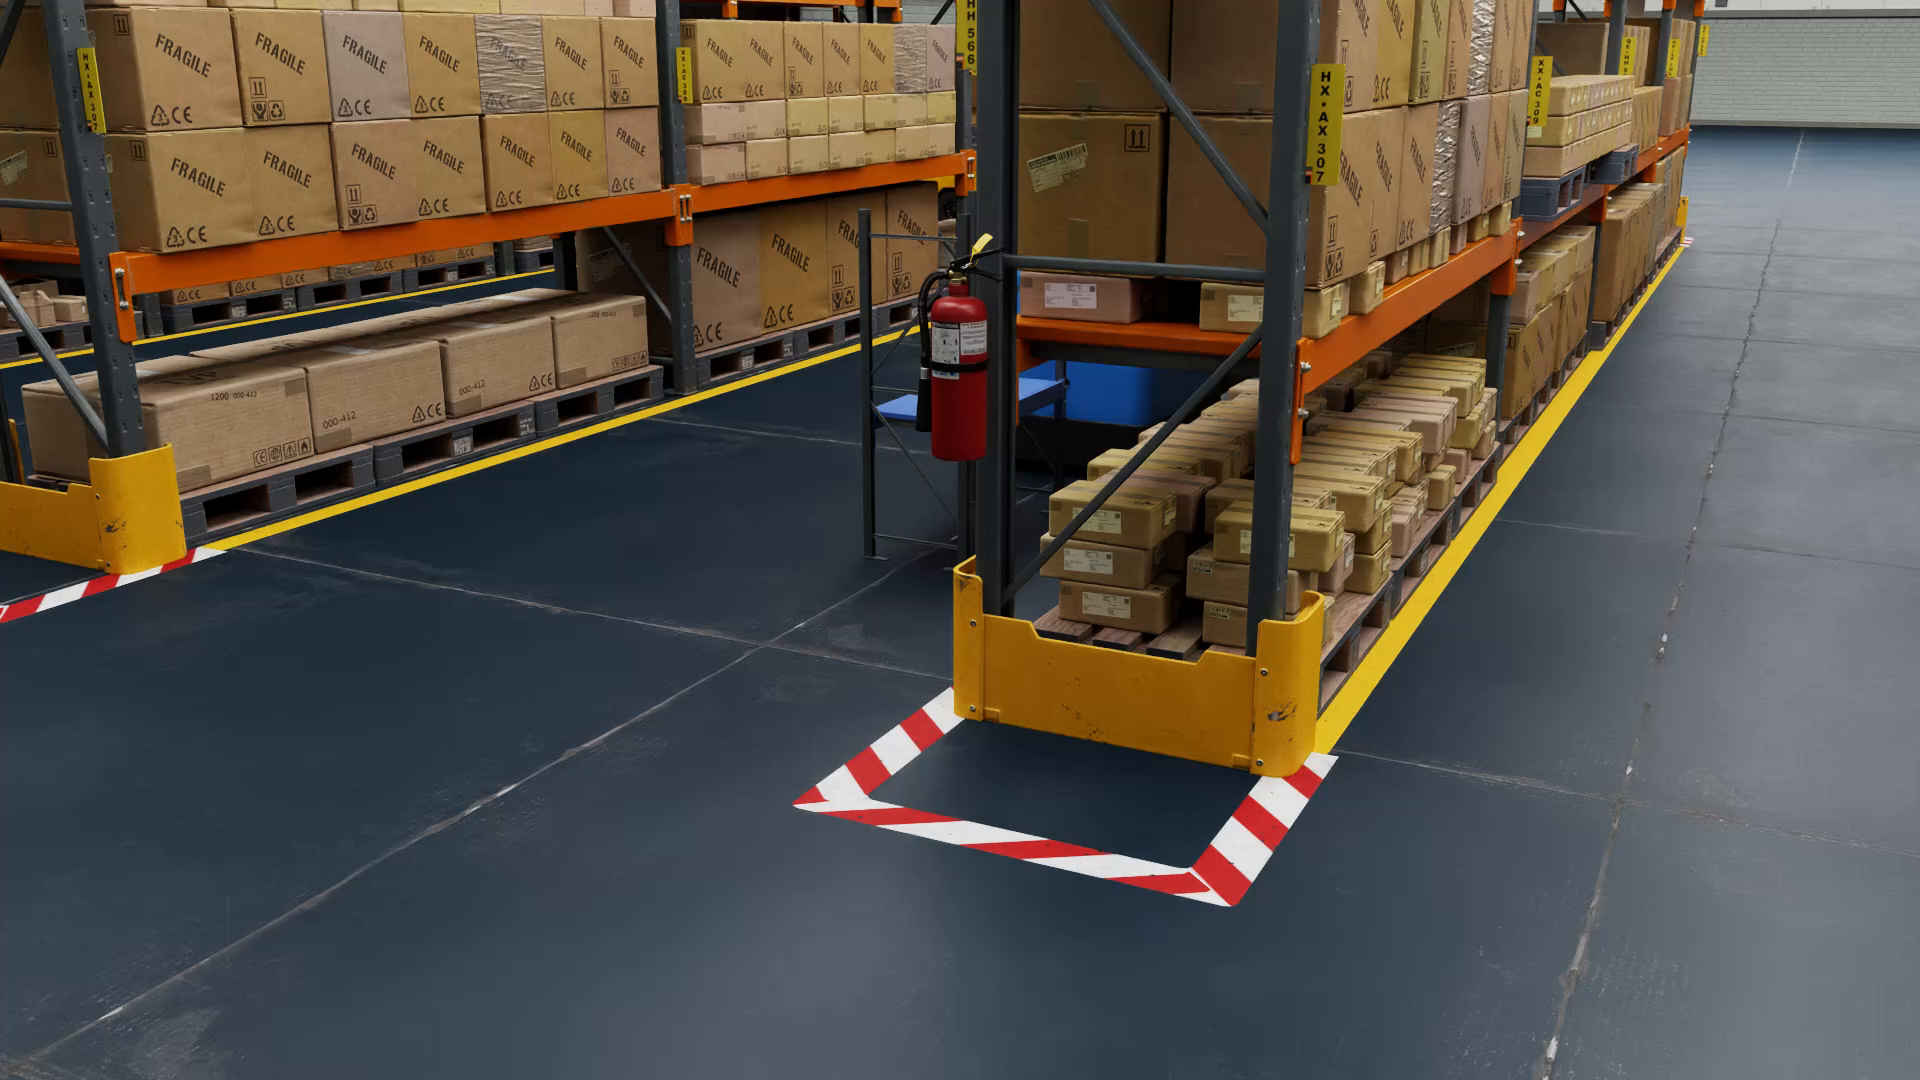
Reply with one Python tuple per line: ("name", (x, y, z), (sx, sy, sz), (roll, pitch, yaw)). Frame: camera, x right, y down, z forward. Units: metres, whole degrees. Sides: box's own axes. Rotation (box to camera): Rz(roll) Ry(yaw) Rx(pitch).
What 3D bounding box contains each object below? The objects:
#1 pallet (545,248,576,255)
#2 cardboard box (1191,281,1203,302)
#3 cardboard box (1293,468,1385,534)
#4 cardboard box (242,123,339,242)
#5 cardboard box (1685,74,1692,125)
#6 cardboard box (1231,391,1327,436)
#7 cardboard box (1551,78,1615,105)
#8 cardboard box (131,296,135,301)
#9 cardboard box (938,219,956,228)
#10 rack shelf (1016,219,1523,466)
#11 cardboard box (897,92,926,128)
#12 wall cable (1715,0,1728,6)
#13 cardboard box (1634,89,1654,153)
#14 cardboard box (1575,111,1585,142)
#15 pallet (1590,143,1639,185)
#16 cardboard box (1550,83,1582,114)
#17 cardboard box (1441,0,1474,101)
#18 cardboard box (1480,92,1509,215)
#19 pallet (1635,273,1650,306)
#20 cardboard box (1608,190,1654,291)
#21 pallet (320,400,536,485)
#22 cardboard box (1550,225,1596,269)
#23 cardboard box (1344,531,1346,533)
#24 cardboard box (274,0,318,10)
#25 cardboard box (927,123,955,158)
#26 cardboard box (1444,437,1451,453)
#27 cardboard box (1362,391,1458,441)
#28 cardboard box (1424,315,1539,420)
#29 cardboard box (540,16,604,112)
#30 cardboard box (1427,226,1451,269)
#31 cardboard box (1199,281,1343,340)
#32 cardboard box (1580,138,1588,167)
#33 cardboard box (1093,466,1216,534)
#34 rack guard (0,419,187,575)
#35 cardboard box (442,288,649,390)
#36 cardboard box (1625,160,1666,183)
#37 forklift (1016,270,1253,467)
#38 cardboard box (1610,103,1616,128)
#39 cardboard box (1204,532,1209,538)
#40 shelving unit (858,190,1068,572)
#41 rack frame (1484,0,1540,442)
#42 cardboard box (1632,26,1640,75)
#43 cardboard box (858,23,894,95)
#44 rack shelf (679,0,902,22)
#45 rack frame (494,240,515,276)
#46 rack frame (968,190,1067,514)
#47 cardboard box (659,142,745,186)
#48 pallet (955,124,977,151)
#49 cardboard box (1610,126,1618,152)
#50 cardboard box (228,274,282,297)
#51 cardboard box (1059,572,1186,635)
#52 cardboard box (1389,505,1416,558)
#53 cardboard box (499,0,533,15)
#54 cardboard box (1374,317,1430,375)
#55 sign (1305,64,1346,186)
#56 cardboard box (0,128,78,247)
("pallet", (-3.869, -3.253, 18.107), (1.003, 0.211, 1.213), (8, 18, 25))
("cardboard box", (0.659, -0.926, 5.816), (0.380, 0.149, 0.250), (8, 18, 25))
("cardboard box", (1.303, -0.147, 5.976), (0.380, 0.149, 0.250), (8, 18, 25))
("cardboard box", (-3.279, -1.674, 7.715), (0.500, 0.500, 0.500), (8, 18, 25))
("cardboard box", (7.547, -4.851, 18.324), (0.875, 0.550, 0.550), (8, 18, 25))
("cardboard box", (1.395, -0.544, 7.312), (0.380, 0.149, 0.250), (7, 18, 23))
("cardboard box", (3.709, -2.695, 9.989), (0.380, 0.149, 0.250), (9, 19, 28))
("cardboard box", (-6.651, -2.223, 13.392), (0.500, 0.500, 0.500), (8, 18, 25))
("cardboard box", (0.208, -2.718, 15.286), (0.950, 0.372, 0.625), (8, 18, 24))
("rack shelf", (1.416, -0.968, 6.779), (1.077, 0.370, 4.000), (8, 18, 25))
("cardboard box", (-0.591, -3.326, 12.840), (0.500, 0.250, 0.500), (8, 18, 24))
("wall cable", (22.029, -17.569, 44.897), (2.305, 6.003, 0.169), (8, 18, 25))
("cardboard box", (5.439, -3.484, 13.809), (0.500, 0.500, 0.500), (8, 18, 26))
("cardboard box", (3.126, -2.220, 8.911), (0.380, 0.149, 0.250), (9, 19, 27))
("pallet", (3.874, -2.554, 11.192), (1.213, 0.211, 1.003), (8, 18, 25))
("cardboard box", (3.017, -2.302, 8.665), (0.380, 0.149, 0.250), (9, 19, 27))
("cardboard box", (1.657, -1.943, 6.344), (0.500, 0.500, 0.500), (7, 18, 24))
("cardboard box", (2.113, -1.722, 7.354), (0.500, 0.500, 0.500), (8, 18, 24))
("pallet", (5.607, -2.317, 14.955), (1.003, 0.211, 1.213), (8, 18, 25))
("cardboard box", (5.253, -2.568, 14.116), (1.050, 0.750, 0.750), (8, 18, 25))
("pallet", (-3.117, -0.594, 9.154), (1.003, 0.211, 1.213), (8, 18, 25))
("cardboard box", (4.026, -1.996, 11.312), (0.500, 0.250, 0.500), (8, 18, 24))
("cardboard box", (1.189, -0.018, 6.063), (0.380, 0.149, 0.250), (8, 18, 26))
("cardboard box", (-3.171, -2.498, 7.594), (0.380, 0.149, 0.250), (7, 18, 24))
("cardboard box", (-0.370, -3.211, 13.332), (0.500, 0.250, 0.500), (7, 18, 23))
("cardboard box", (2.040, -0.487, 7.641), (0.380, 0.149, 0.250), (8, 18, 26))
("cardboard box", (1.976, -0.547, 7.323), (0.380, 0.149, 0.250), (7, 18, 23))
("cardboard box", (2.877, -0.980, 9.208), (0.500, 0.500, 0.500), (9, 19, 28))
("cardboard box", (-2.361, -2.670, 9.314), (0.500, 0.500, 0.500), (8, 18, 25))
("cardboard box", (1.757, -1.192, 6.711), (0.380, 0.149, 0.250), (9, 19, 26))
("cardboard box", (0.961, -0.724, 5.134), (0.380, 0.149, 0.250), (8, 18, 25))
("cardboard box", (3.244, -2.143, 9.176), (0.380, 0.149, 0.250), (8, 18, 26))
("cardboard box", (0.696, -0.147, 5.976), (0.380, 0.149, 0.250), (8, 19, 26))
("rack guard", (-3.962, -0.203, 7.330), (1.175, 0.500, 0.348), (8, 18, 25))
("cardboard box", (-2.540, -1.253, 10.238), (0.875, 0.438, 0.875), (8, 18, 25))
("cardboard box", (6.228, -3.194, 16.004), (0.875, 0.875, 0.875), (8, 19, 26))
("forklift", (1.179, -2.117, 9.506), (1.130, 2.935, 3.031), (8, 18, 26))
("cardboard box", (3.825, -2.619, 10.254), (0.380, 0.149, 0.250), (8, 18, 25))
("cardboard box", (0.734, -0.084, 6.286), (0.380, 0.149, 0.250), (7, 18, 23))
("shelving unit", (0.038, -0.741, 7.384), (0.538, 1.500, 1.048), (8, 18, 25))
("rack frame", (2.310, -1.822, 8.392), (1.000, 3.000, 0.127), (8, 18, 25))
("cardboard box", (5.214, -4.000, 13.792), (0.700, 0.500, 0.500), (8, 18, 26))
("cardboard box", (-0.823, -3.550, 12.277), (0.500, 0.500, 0.500), (8, 18, 25))
("rack shelf", (-2.137, -6.697, 20.799), (1.077, 0.370, 4.000), (8, 18, 25))
("rack frame", (-4.818, -4.076, 15.979), (1.000, 3.000, 0.127), (8, 18, 25))
("rack frame", (0.265, -0.870, 7.820), (0.500, 1.500, 0.032), (8, 18, 25))
("cardboard box", (-1.731, -2.433, 10.711), (0.500, 0.250, 0.500), (8, 18, 24))
("pallet", (-0.153, -3.548, 14.540), (1.213, 0.211, 1.003), (8, 18, 25))
("cardboard box", (3.946, -2.546, 10.533), (0.380, 0.149, 0.250), (8, 18, 25))
("cardboard box", (-5.959, -2.291, 13.624), (0.500, 0.500, 0.500), (8, 18, 25))
("cardboard box", (0.571, 0.201, 5.848), (0.380, 0.149, 0.250), (8, 19, 26))
("cardboard box", (1.622, -0.053, 6.703), (0.380, 0.149, 0.250), (7, 18, 23))
("cardboard box", (-2.528, -2.895, 8.932), (0.380, 0.149, 0.250), (8, 18, 25))
("cardboard box", (2.415, -1.046, 9.430), (0.500, 0.500, 0.500), (8, 18, 24))
("sign", (1.008, -1.149, 4.606), (0.100, 0.325, 0.005), (8, 18, 25))
("cardboard box", (-3.972, -1.612, 7.508), (0.500, 0.500, 0.500), (8, 18, 26))
